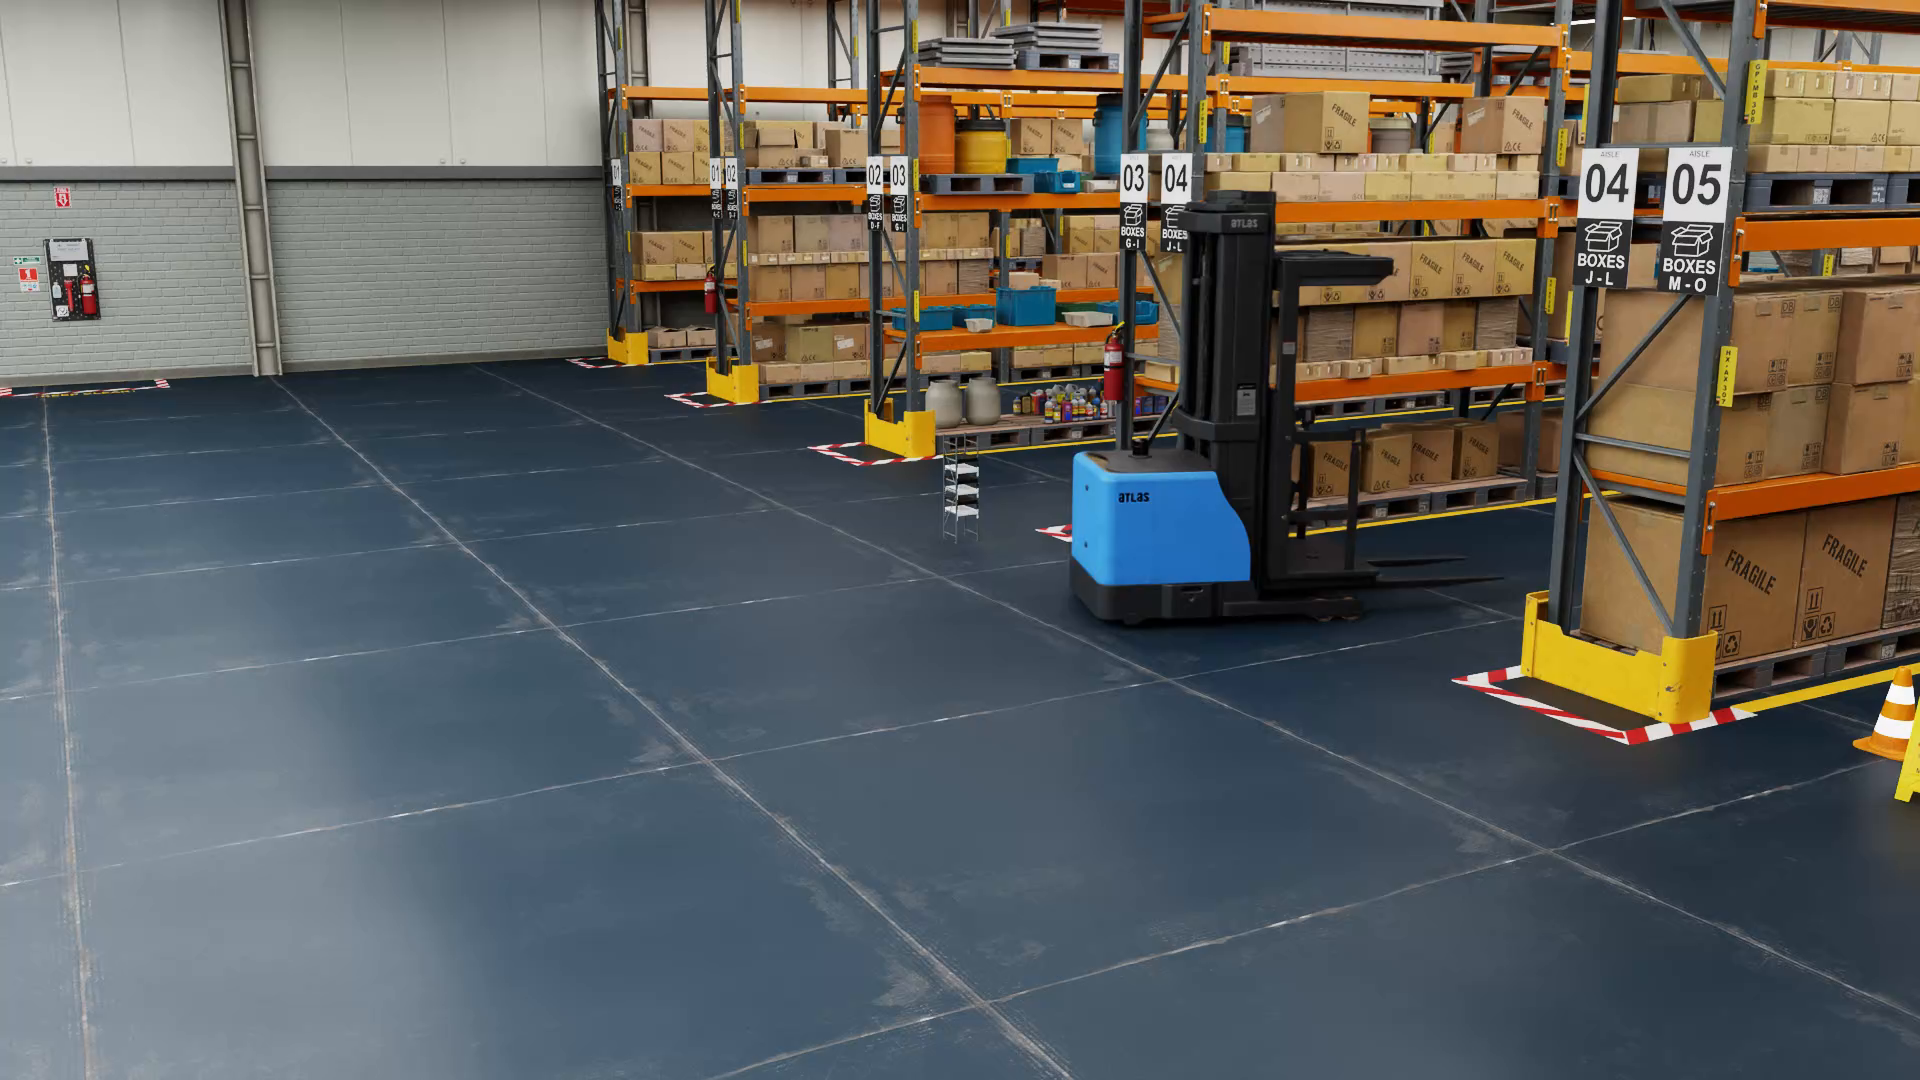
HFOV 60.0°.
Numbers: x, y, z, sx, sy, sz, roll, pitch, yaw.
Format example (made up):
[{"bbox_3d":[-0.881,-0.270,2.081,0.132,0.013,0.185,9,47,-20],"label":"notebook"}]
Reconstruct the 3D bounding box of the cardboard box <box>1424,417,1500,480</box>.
[{"bbox_3d":[4.792,-0.881,15.931,0.500,0.500,0.500,-7,15,-30],"label":"cardboard box"}]

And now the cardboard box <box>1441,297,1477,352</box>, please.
[{"bbox_3d":[4.282,-2.043,15.450,0.500,0.500,0.875,-7,14,-28],"label":"cardboard box"}]

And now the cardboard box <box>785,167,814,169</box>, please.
[{"bbox_3d":[-2.733,-6.165,27.564,0.500,0.500,0.500,-8,15,-33],"label":"cardboard box"}]

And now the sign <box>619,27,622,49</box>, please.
[{"bbox_3d":[-5.209,-7.690,25.475,0.005,0.325,0.100,-7,14,-28],"label":"sign"}]

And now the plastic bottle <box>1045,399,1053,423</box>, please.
[{"bbox_3d":[1.019,-1.478,19.058,0.097,0.271,0.097,0,13,0],"label":"plastic bottle"}]

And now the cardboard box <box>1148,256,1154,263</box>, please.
[{"bbox_3d":[3.528,-5.282,31.274,0.250,0.149,0.380,-6,14,-26],"label":"cardboard box"}]

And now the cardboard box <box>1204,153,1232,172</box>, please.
[{"bbox_3d":[2.004,-3.079,13.559,0.250,0.149,0.380,-7,14,-28],"label":"cardboard box"}]

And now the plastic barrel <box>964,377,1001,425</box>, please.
[{"bbox_3d":[0.259,-1.592,19.061,0.421,0.512,0.421,0,13,0],"label":"plastic barrel"}]

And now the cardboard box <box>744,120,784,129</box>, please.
[{"bbox_3d":[-3.197,-6.582,27.143,0.500,0.500,0.500,-7,15,-30],"label":"cardboard box"}]

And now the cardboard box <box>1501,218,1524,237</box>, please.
[{"bbox_3d":[9.346,-5.376,28.662,0.500,0.500,0.500,-6,14,-26],"label":"cardboard box"}]

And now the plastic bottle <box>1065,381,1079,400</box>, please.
[{"bbox_3d":[1.343,-1.738,20.030,0.185,0.351,0.144,-7,14,-28],"label":"plastic bottle"}]

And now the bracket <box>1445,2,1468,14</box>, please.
[{"bbox_3d":[10.336,-11.078,34.640,0.430,0.232,0.235,-7,14,-28],"label":"bracket"}]

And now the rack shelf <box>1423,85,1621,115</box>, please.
[{"bbox_3d":[8.055,-5.897,22.365,4.000,0.370,1.077,-7,14,-28],"label":"rack shelf"}]

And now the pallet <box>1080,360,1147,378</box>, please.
[{"bbox_3d":[2.119,-2.694,25.598,1.213,0.211,1.003,-7,14,-28],"label":"pallet"}]

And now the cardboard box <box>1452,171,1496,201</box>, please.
[{"bbox_3d":[4.424,-3.169,14.870,0.500,0.250,0.500,-6,14,-26],"label":"cardboard box"}]

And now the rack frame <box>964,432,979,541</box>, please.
[{"bbox_3d":[0.096,-0.451,14.062,0.006,0.900,0.240,-7,14,-28],"label":"rack frame"}]

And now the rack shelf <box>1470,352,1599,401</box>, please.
[{"bbox_3d":[6.918,-1.790,16.869,4.000,0.370,1.077,-7,14,-28],"label":"rack shelf"}]

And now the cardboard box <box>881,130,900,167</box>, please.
[{"bbox_3d":[-1.087,-5.478,23.276,0.637,0.503,0.797,-5,14,-22],"label":"cardboard box"}]

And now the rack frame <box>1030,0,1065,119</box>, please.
[{"bbox_3d":[1.553,-8.142,29.791,0.127,3.000,1.000,-7,14,-28],"label":"rack frame"}]

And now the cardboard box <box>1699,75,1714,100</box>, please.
[{"bbox_3d":[4.292,-2.653,9.808,0.250,0.149,0.380,-7,14,-28],"label":"cardboard box"}]

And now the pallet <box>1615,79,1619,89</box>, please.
[{"bbox_3d":[9.099,-6.273,22.829,1.213,0.211,1.003,-7,14,-28],"label":"pallet"}]

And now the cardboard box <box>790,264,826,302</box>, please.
[{"bbox_3d":[-2.218,-3.571,22.916,0.500,0.500,0.700,-6,14,-26],"label":"cardboard box"}]

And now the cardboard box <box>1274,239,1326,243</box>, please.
[{"bbox_3d":[2.892,-2.403,14.771,0.500,0.500,0.500,-7,14,-28],"label":"cardboard box"}]

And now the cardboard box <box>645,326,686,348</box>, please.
[{"bbox_3d":[-4.819,-3.332,27.203,0.500,0.311,0.500,-9,15,-34],"label":"cardboard box"}]

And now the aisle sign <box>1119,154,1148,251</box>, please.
[{"bbox_3d":[1.453,-2.829,13.928,0.004,0.787,0.394,-7,14,-28],"label":"aisle sign"}]

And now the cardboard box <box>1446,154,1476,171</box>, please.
[{"bbox_3d":[4.328,-3.338,14.710,0.250,0.149,0.380,-7,15,-30],"label":"cardboard box"}]

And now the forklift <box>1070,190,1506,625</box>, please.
[{"bbox_3d":[2.372,-0.972,11.753,3.031,2.935,1.130,-2,13,-8],"label":"forklift"}]

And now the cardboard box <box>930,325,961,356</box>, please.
[{"bbox_3d":[-0.328,-2.928,23.885,0.500,0.500,0.500,-7,14,-28],"label":"cardboard box"}]

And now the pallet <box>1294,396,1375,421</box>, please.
[{"bbox_3d":[4.532,-1.744,21.377,1.213,0.211,1.003,-7,14,-28],"label":"pallet"}]

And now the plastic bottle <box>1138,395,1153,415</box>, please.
[{"bbox_3d":[2.193,-1.664,19.701,0.185,0.351,0.144,-8,15,-31],"label":"plastic bottle"}]

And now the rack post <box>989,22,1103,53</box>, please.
[{"bbox_3d":[0.964,-5.564,18.509,0.954,0.300,0.937,-7,15,-29],"label":"rack post"}]

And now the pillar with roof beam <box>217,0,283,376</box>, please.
[{"bbox_3d":[-8.473,-6.080,20.628,0.400,9.000,9.100,-7,14,-28],"label":"pillar with roof beam"}]

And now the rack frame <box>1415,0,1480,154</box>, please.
[{"bbox_3d":[6.300,-6.233,21.307,0.127,3.000,1.000,-7,14,-28],"label":"rack frame"}]

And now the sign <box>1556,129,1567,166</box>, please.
[{"bbox_3d":[5.429,-3.542,15.008,0.005,0.325,0.100,-7,14,-28],"label":"sign"}]

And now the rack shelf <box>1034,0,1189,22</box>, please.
[{"bbox_3d":[3.308,-9.623,30.440,4.000,0.370,1.077,-7,14,-28],"label":"rack shelf"}]

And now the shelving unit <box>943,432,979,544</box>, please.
[{"bbox_3d":[0.007,-0.440,14.014,0.210,0.900,0.258,-7,14,-28],"label":"shelving unit"}]

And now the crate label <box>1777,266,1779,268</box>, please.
[{"bbox_3d":[12.947,-4.132,25.884,0.303,0.233,0.416,-7,14,-28],"label":"crate label"}]

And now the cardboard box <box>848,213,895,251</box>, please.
[{"bbox_3d":[-1.289,-4.315,23.270,0.500,0.500,0.700,-7,14,-28],"label":"cardboard box"}]

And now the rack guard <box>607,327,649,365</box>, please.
[{"bbox_3d":[-5.402,-3.162,27.020,0.348,0.500,1.175,-7,14,-28],"label":"rack guard"}]

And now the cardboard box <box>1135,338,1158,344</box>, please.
[{"bbox_3d":[2.691,-3.187,25.466,0.500,0.311,0.500,-7,14,-28],"label":"cardboard box"}]

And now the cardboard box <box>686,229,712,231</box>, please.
[{"bbox_3d":[-4.259,-4.873,27.517,0.500,0.500,0.500,-7,15,-29],"label":"cardboard box"}]

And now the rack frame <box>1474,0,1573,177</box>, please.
[{"bbox_3d":[5.162,-4.857,15.196,0.127,3.000,1.000,-7,14,-28],"label":"rack frame"}]

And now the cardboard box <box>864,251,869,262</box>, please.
[{"bbox_3d":[-1.295,-3.946,23.104,0.250,0.149,0.380,-7,14,-27],"label":"cardboard box"}]

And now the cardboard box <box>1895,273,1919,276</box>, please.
[{"bbox_3d":[6.683,-1.451,10.926,0.550,0.550,0.875,-7,14,-28],"label":"cardboard box"}]

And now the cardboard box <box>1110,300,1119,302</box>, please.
[{"bbox_3d":[3.033,-4.514,31.275,0.750,0.750,0.750,-7,14,-28],"label":"cardboard box"}]

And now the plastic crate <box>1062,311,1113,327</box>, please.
[{"bbox_3d":[1.485,-2.537,19.149,0.437,0.136,0.530,-7,14,-28],"label":"plastic crate"}]

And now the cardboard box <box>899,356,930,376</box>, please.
[{"bbox_3d":[-0.759,-2.506,23.720,0.500,0.250,0.500,-7,14,-28],"label":"cardboard box"}]

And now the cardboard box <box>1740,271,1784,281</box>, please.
[{"bbox_3d":[8.218,-2.540,17.381,0.500,0.500,0.500,-9,16,-35],"label":"cardboard box"}]

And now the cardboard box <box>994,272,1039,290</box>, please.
[{"bbox_3d":[0.830,-3.827,24.624,0.500,0.250,0.500,-6,14,-24],"label":"cardboard box"}]

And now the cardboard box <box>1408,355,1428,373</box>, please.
[{"bbox_3d":[3.993,-1.607,14.988,0.250,0.149,0.380,-7,14,-28],"label":"cardboard box"}]

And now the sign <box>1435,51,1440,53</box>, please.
[{"bbox_3d":[7.712,-8.035,26.828,0.005,0.325,0.100,-7,14,-28],"label":"sign"}]

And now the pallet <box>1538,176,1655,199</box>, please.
[{"bbox_3d":[5.755,-3.347,15.744,1.003,0.211,1.213,-7,14,-28],"label":"pallet"}]

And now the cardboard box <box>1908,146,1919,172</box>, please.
[{"bbox_3d":[5.501,-2.245,9.807,0.250,0.149,0.380,-7,14,-28],"label":"cardboard box"}]
